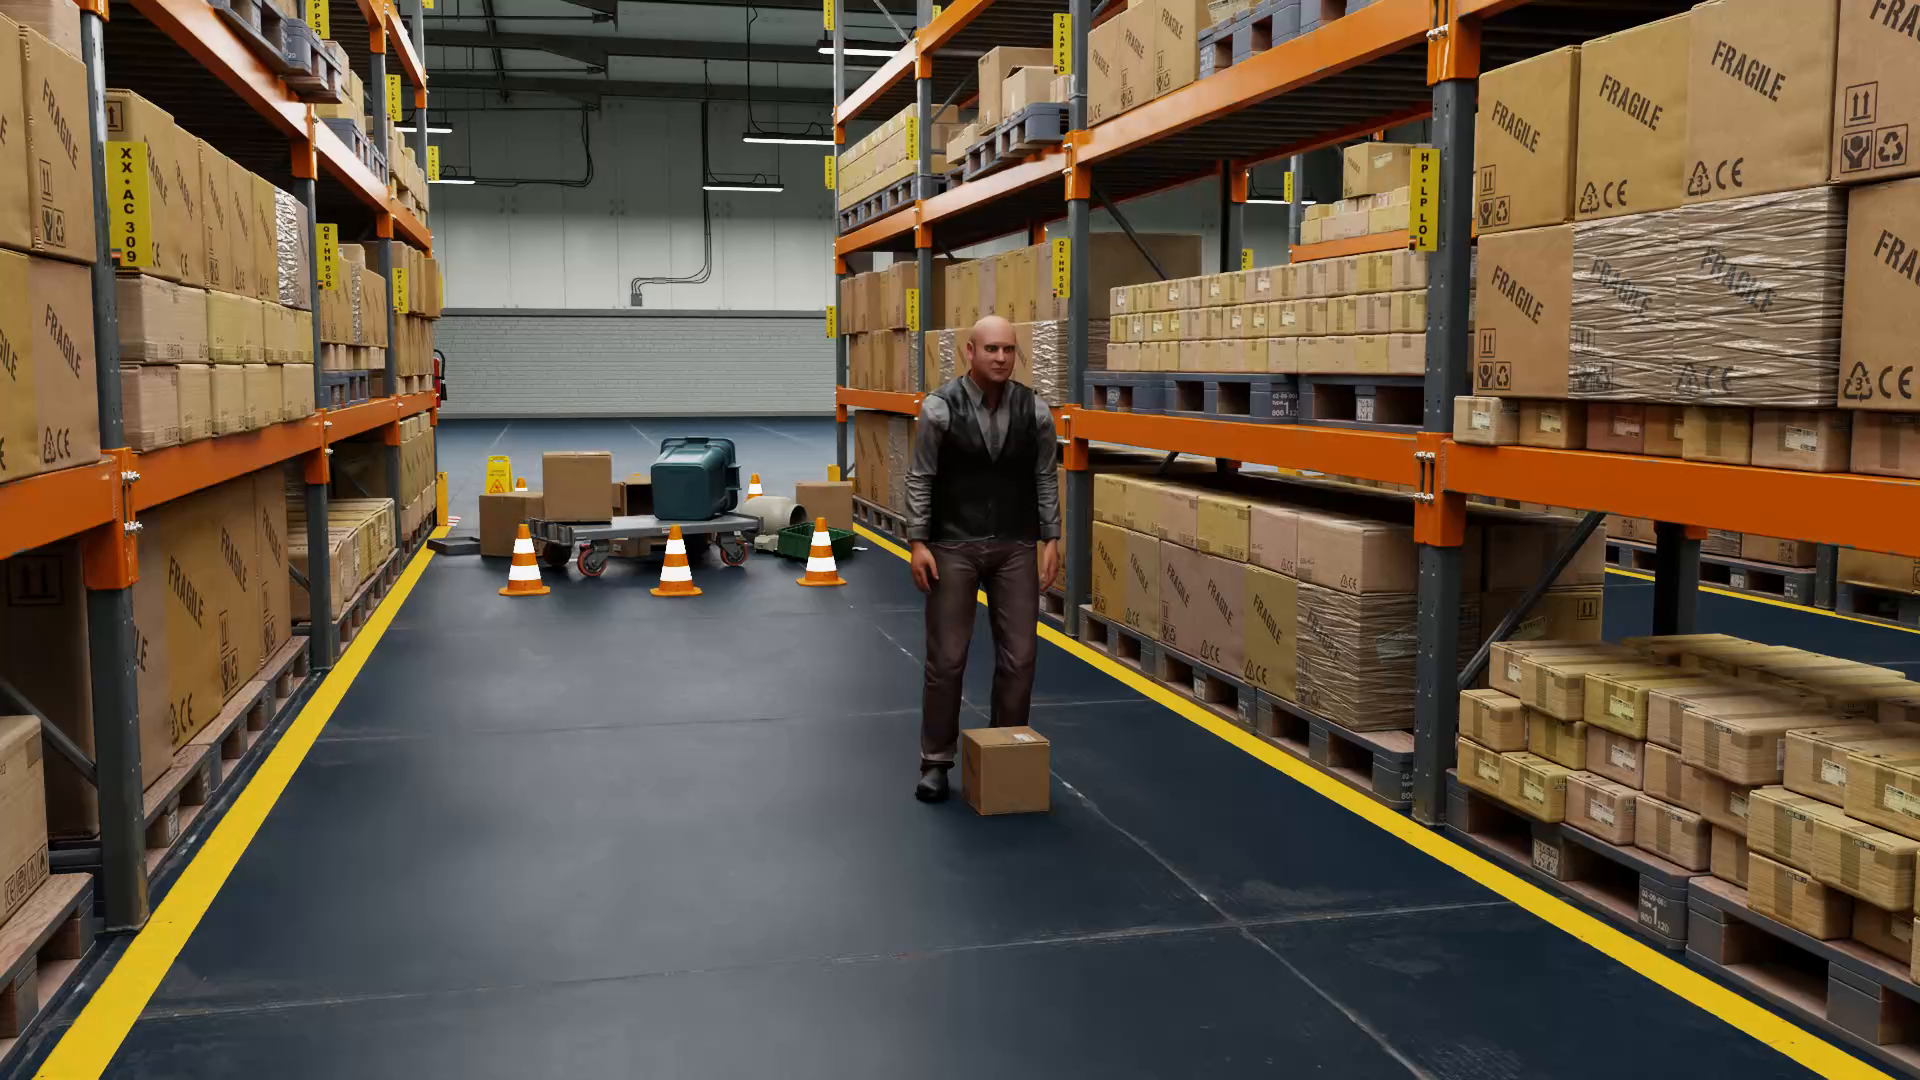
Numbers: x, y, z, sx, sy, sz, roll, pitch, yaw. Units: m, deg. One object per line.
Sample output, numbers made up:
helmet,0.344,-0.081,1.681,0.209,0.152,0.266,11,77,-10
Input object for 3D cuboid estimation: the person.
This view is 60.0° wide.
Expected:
person,0.089,0.055,6.038,0.580,1.721,0.461,-2,6,-14
